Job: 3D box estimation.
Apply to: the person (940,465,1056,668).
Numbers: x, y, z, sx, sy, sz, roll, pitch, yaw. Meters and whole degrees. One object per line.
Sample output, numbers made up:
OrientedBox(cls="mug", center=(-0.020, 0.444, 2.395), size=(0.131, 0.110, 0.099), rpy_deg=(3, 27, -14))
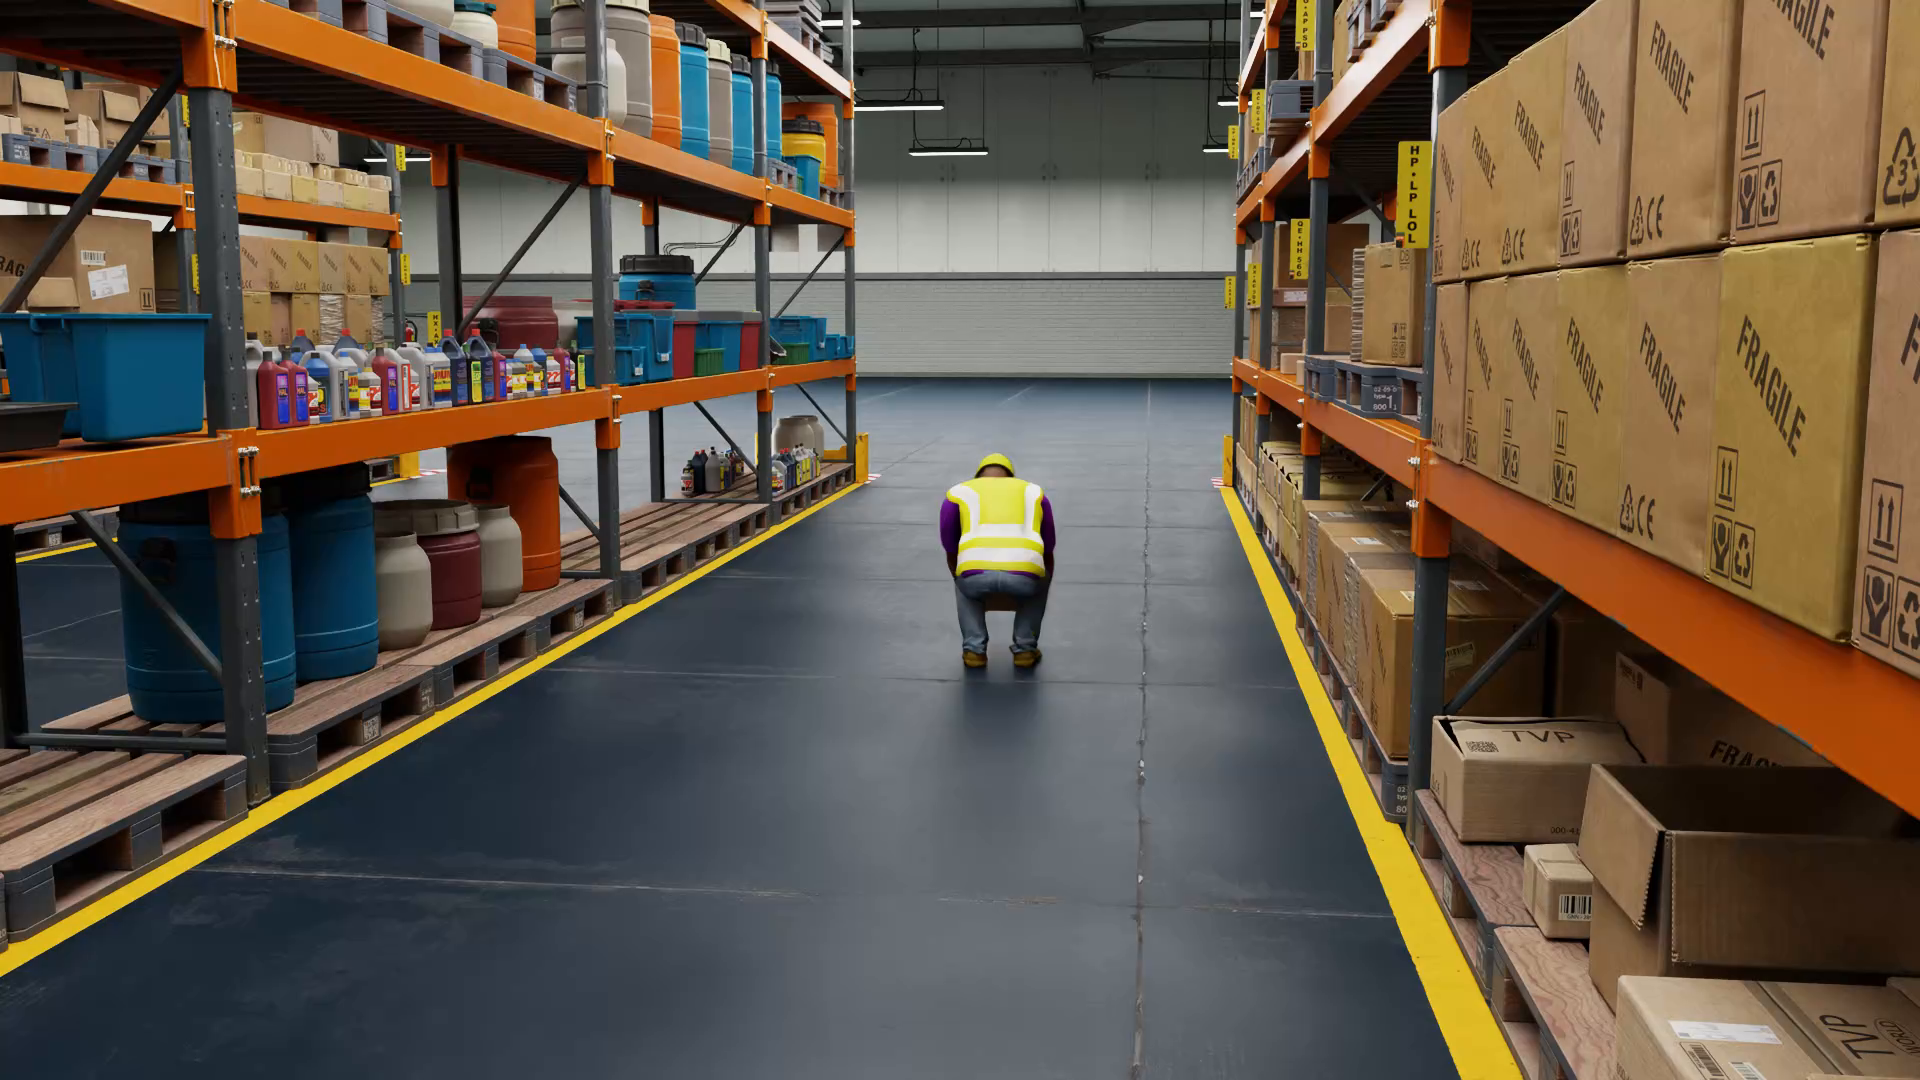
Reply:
OrientedBox(cls="person", center=(0.180, 0.112, 8.360), size=(0.583, 0.985, 0.891), rpy_deg=(1, 8, 6))
